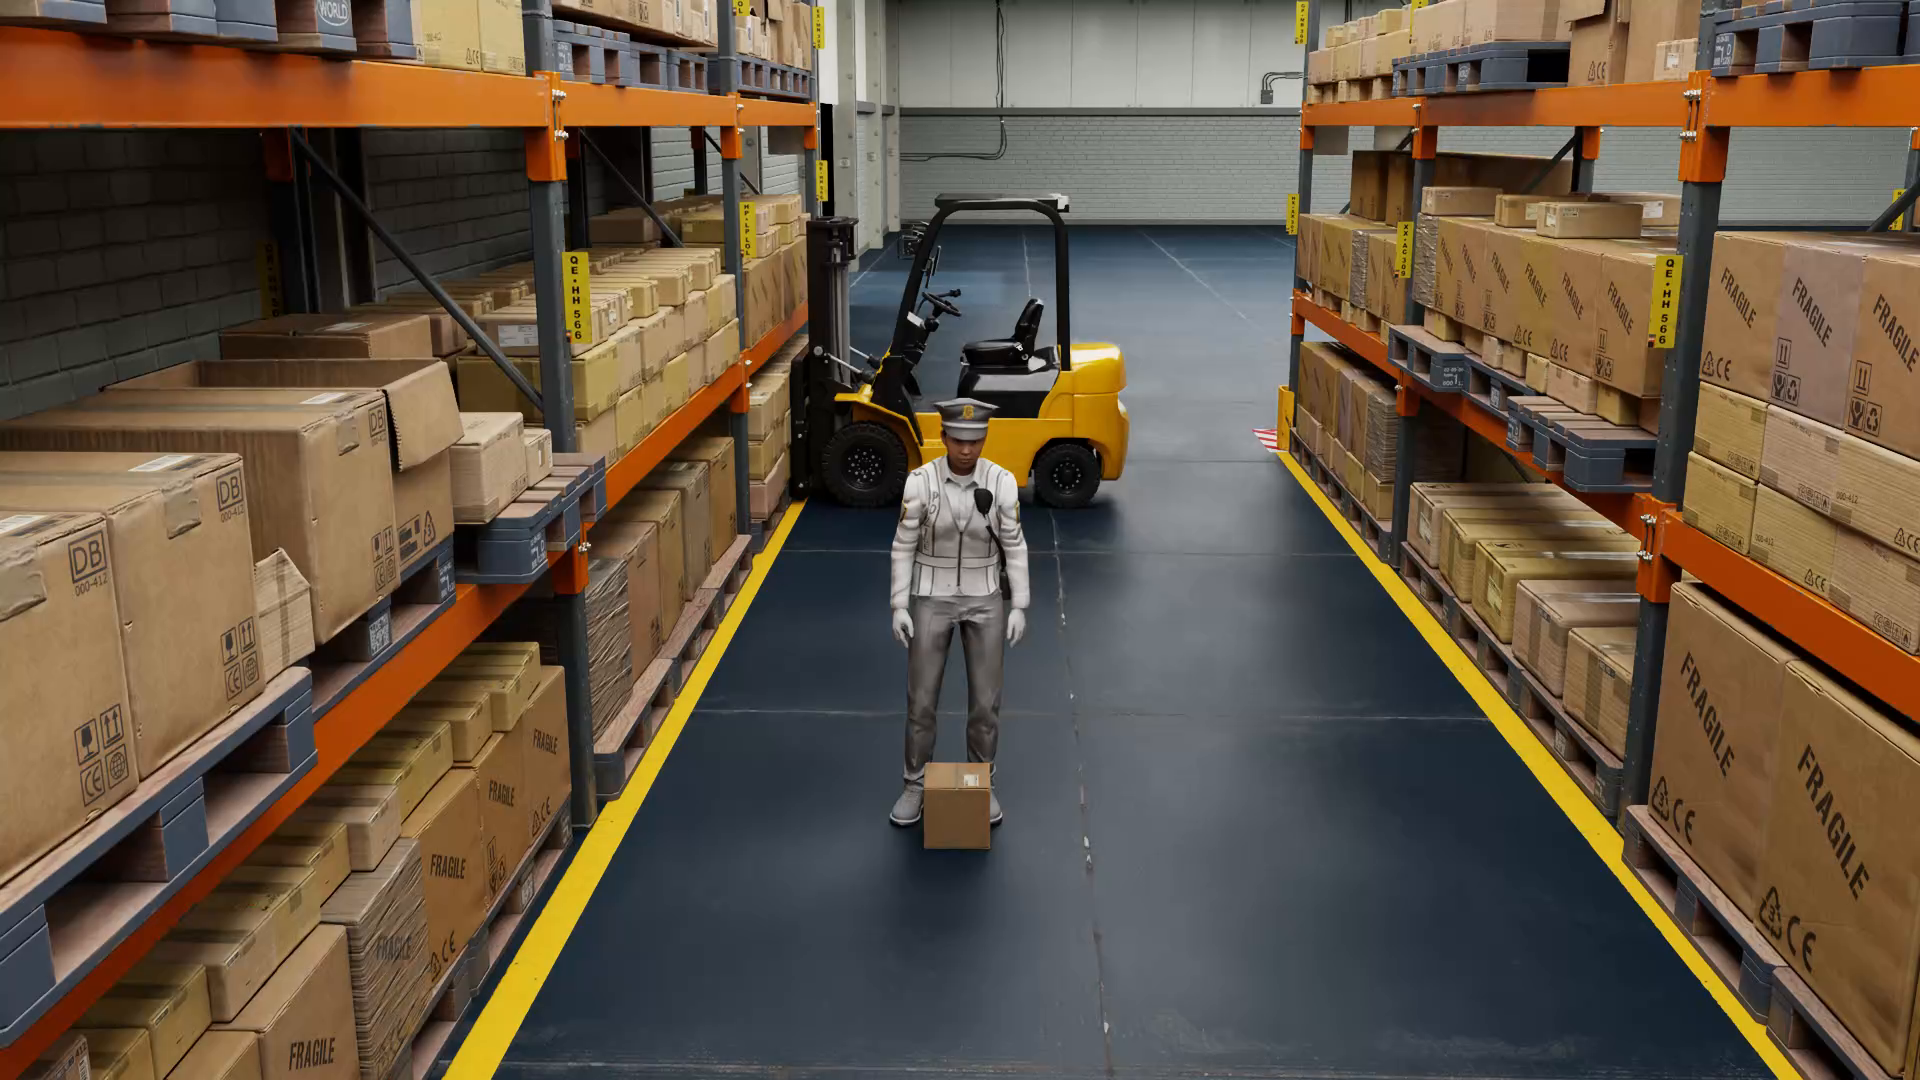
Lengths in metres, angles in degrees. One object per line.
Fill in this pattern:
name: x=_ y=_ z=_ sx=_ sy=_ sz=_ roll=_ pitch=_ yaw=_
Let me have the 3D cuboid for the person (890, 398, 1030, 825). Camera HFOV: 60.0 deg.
person: x=-0.003 y=0.269 z=6.410 sx=0.547 sy=1.667 sz=0.369 roll=0 pitch=14 yaw=-1
